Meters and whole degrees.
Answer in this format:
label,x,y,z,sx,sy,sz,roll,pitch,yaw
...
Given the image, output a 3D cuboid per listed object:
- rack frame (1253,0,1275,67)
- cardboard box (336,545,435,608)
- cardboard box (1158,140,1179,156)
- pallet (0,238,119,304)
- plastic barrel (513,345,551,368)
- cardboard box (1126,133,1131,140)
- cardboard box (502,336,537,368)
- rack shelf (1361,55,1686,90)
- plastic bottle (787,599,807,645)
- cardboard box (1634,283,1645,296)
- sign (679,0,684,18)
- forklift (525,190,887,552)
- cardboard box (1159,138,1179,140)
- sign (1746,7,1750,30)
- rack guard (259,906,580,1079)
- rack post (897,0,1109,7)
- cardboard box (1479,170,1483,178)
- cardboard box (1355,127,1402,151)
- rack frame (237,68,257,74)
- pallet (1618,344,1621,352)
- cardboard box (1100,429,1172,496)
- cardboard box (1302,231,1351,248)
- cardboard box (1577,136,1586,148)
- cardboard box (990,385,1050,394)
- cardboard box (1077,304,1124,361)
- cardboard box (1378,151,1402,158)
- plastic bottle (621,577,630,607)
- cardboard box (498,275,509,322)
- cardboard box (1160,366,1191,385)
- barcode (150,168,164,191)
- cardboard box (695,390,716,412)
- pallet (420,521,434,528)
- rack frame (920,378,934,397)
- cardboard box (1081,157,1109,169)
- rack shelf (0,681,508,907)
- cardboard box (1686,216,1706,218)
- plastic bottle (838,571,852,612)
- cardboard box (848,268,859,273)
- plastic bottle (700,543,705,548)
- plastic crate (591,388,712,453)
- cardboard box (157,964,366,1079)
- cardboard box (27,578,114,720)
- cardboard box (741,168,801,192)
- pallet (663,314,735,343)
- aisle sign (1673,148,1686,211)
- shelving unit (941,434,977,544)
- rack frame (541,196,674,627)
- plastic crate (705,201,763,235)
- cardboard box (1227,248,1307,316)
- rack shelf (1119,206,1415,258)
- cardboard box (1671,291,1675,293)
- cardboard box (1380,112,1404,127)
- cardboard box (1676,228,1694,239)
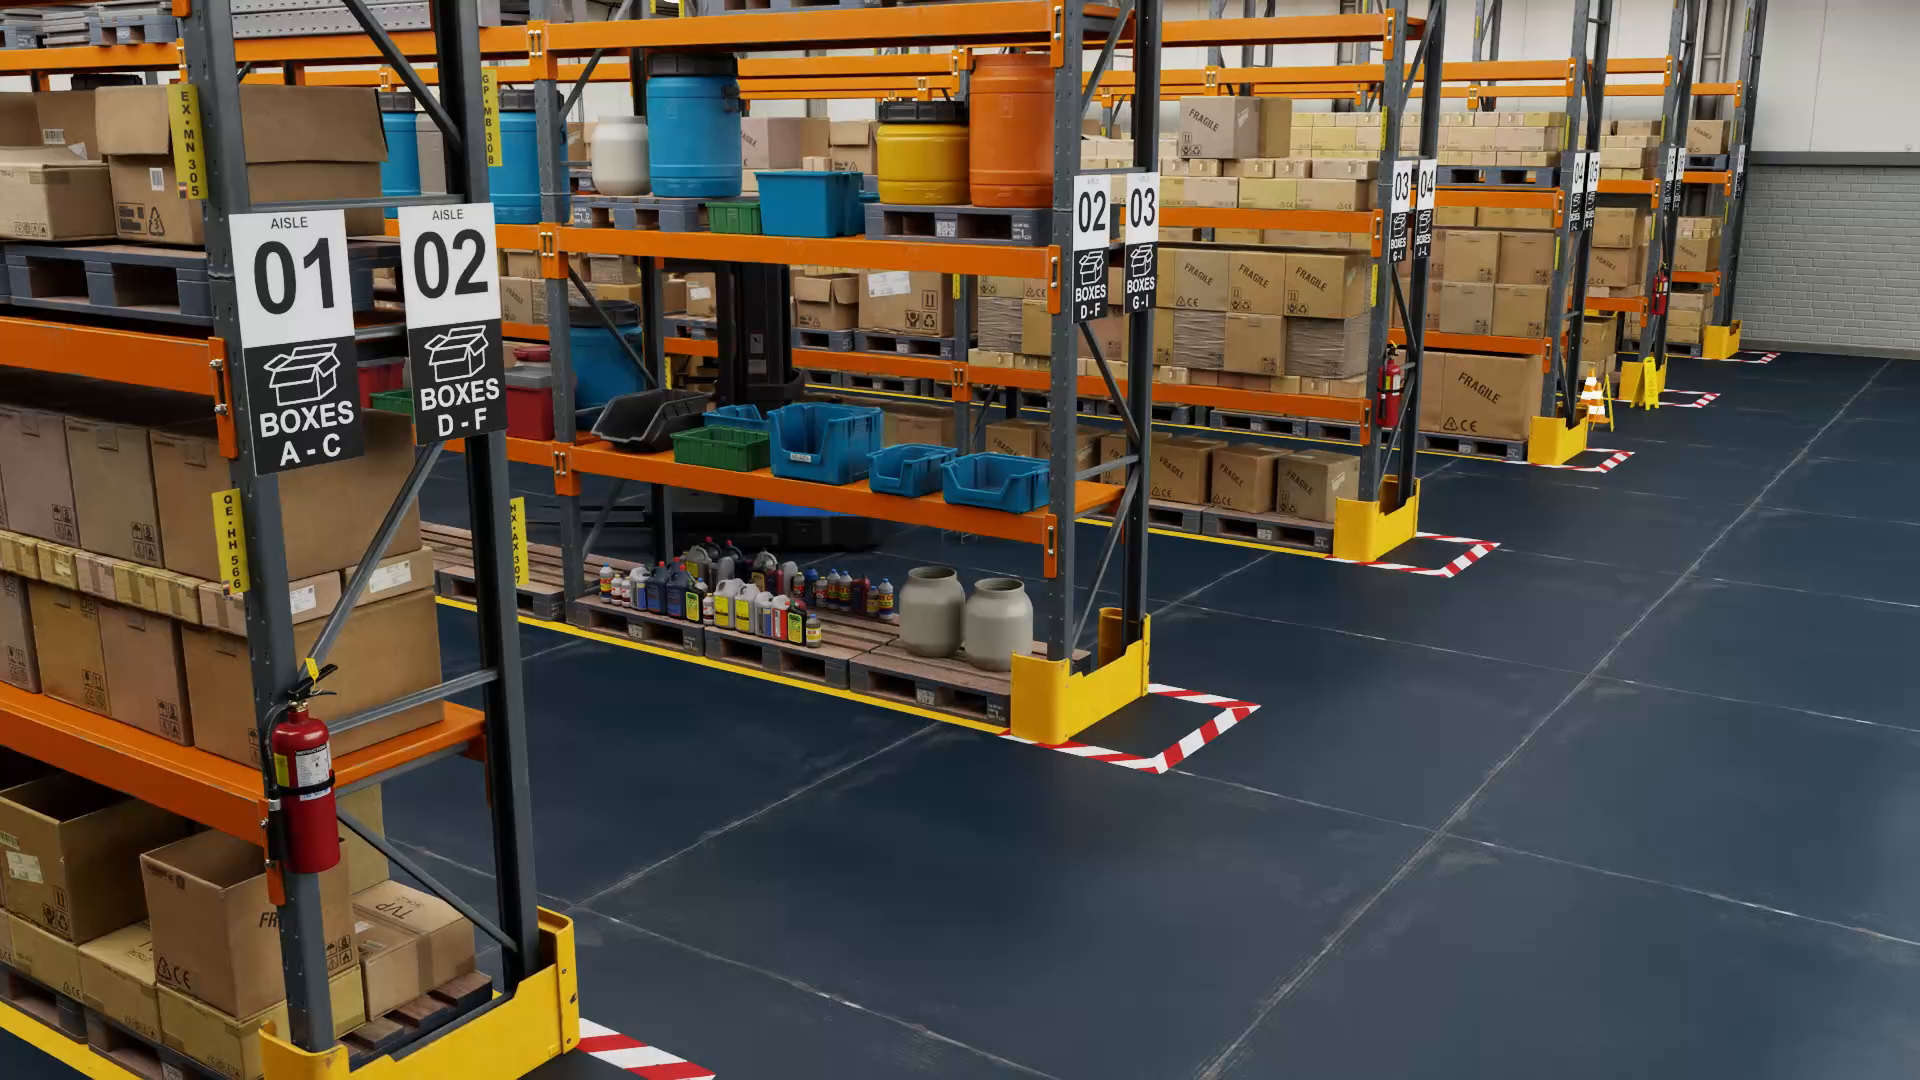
label,x,y,z,sx,sy,sz,roll,pitch,yaw
rack frame,5.253,-8.348,29.319,0.127,3.000,1.000,9,17,33
cardboard box,-2.144,0.119,6.043,0.250,0.149,0.380,9,17,32
cardboard box,2.450,-4.607,19.680,0.500,0.250,0.500,9,17,33
pallet,-3.528,-1.099,6.461,1.213,0.211,1.003,9,17,33
plastic barrel,-3.162,-1.184,12.580,0.433,0.535,0.433,0,14,0
cardboard box,3.247,-7.381,30.476,0.250,0.149,0.380,9,17,33
cardboard box,-5.080,-1.977,19.616,0.875,0.875,1.225,9,16,31
rack shelf,7.464,-6.202,22.155,4.000,0.370,1.077,9,17,33
plastic bottle,-1.047,0.525,10.698,0.133,0.283,0.061,10,17,34
cardboard box,8.957,-3.338,22.087,0.250,0.149,0.380,9,17,33
sign,-3.831,-7.280,22.895,0.005,0.325,0.100,9,17,33
forklift,-2.163,-1.440,14.040,3.031,2.935,1.130,0,14,0
cardboard box,3.266,-5.821,25.146,0.500,0.500,0.700,9,17,33
sign,11.576,-7.661,24.434,0.005,0.325,0.100,9,17,33
rack guard,-1.919,1.794,6.034,0.348,0.500,1.175,9,17,33
rack post,0.272,-3.205,9.586,0.954,0.300,0.937,11,18,39
cardboard box,6.947,-4.962,22.407,0.250,0.149,0.380,9,16,32
cardboard box,4.634,-4.365,18.081,0.500,0.250,0.500,9,17,33
rack frame,-9.684,-6.455,21.671,0.127,3.000,1.000,9,17,33
pallet,10.225,-3.267,27.083,1.213,0.211,1.003,9,17,33
cardboard box,1.622,-0.719,15.314,0.500,0.500,0.500,8,16,28
cardboard box,4.305,-3.299,18.848,0.550,0.550,0.875,9,17,33
cardboard box,8.082,-5.198,21.698,0.250,0.149,0.380,9,17,33
cardboard box,0.989,-2.341,21.345,0.750,0.750,1.050,9,17,34
cardboard box,1.479,-1.933,15.060,0.500,0.500,0.875,9,17,33
cardboard box,4.715,-4.140,18.005,0.250,0.149,0.380,9,17,33
plastic bottle,-2.302,0.356,11.549,0.097,0.201,0.097,0,14,0
cardboard box,-5.290,-2.809,19.219,0.500,0.500,0.500,9,16,32
cardboard box,1.938,-1.452,14.470,0.250,0.149,0.380,9,17,33
barcode,-2.459,-1.104,5.091,0.075,0.075,0.001,9,17,33
cardboard box,-2.478,-1.384,17.958,0.500,0.500,0.700,8,16,30
pallet,-5.189,-0.017,13.952,1.213,0.211,1.003,9,17,33
rack frame,-0.193,-3.445,21.998,0.127,3.000,1.000,9,17,33
cardboard box,1.243,-3.265,14.510,0.250,0.149,0.380,9,16,32
rack shelf,-3.599,0.659,6.917,4.000,0.370,1.077,9,17,33
cardboard box,11.546,-5.007,26.129,0.250,0.149,0.380,10,17,35
plastic bottle,-0.786,0.350,11.428,0.097,0.271,0.097,0,14,0
cardboard box,-1.278,-3.570,22.150,0.250,0.149,0.380,10,17,34
plastic bottle,-1.907,0.158,12.180,0.133,0.283,0.061,10,17,36
plastic crate,-2.127,-0.820,11.523,0.504,0.338,0.767,9,17,33
cardboard box,-2.549,1.696,6.079,0.500,0.250,0.500,9,17,33
cardboard box,-3.167,0.327,6.552,0.500,0.500,0.700,9,17,33
cardboard box,-1.940,-3.603,16.706,0.500,0.250,0.500,10,17,34
pallet,-2.395,-2.302,17.780,1.003,0.211,1.213,9,17,33
aisle sign,9.348,-4.688,21.610,0.004,0.787,0.394,9,17,33
shelving unit,-0.007,-0.438,14.219,0.210,0.900,0.258,9,17,33
rack frame,-2.491,-0.946,11.901,0.127,3.000,1.000,9,17,33
plastic crate,-1.333,-2.033,10.492,0.450,0.188,0.336,9,17,33
cardboard box,2.580,-2.166,13.921,0.500,0.500,0.500,9,17,33
rack shelf,1.933,-2.772,14.533,4.000,0.370,1.077,9,17,33
cardboard box,10.908,-3.784,26.136,0.500,0.250,0.500,10,17,34
cardboard box,4.710,-4.528,17.911,0.250,0.149,0.380,9,17,33
cardboard box,11.218,-4.745,25.693,0.250,0.149,0.380,9,17,34
